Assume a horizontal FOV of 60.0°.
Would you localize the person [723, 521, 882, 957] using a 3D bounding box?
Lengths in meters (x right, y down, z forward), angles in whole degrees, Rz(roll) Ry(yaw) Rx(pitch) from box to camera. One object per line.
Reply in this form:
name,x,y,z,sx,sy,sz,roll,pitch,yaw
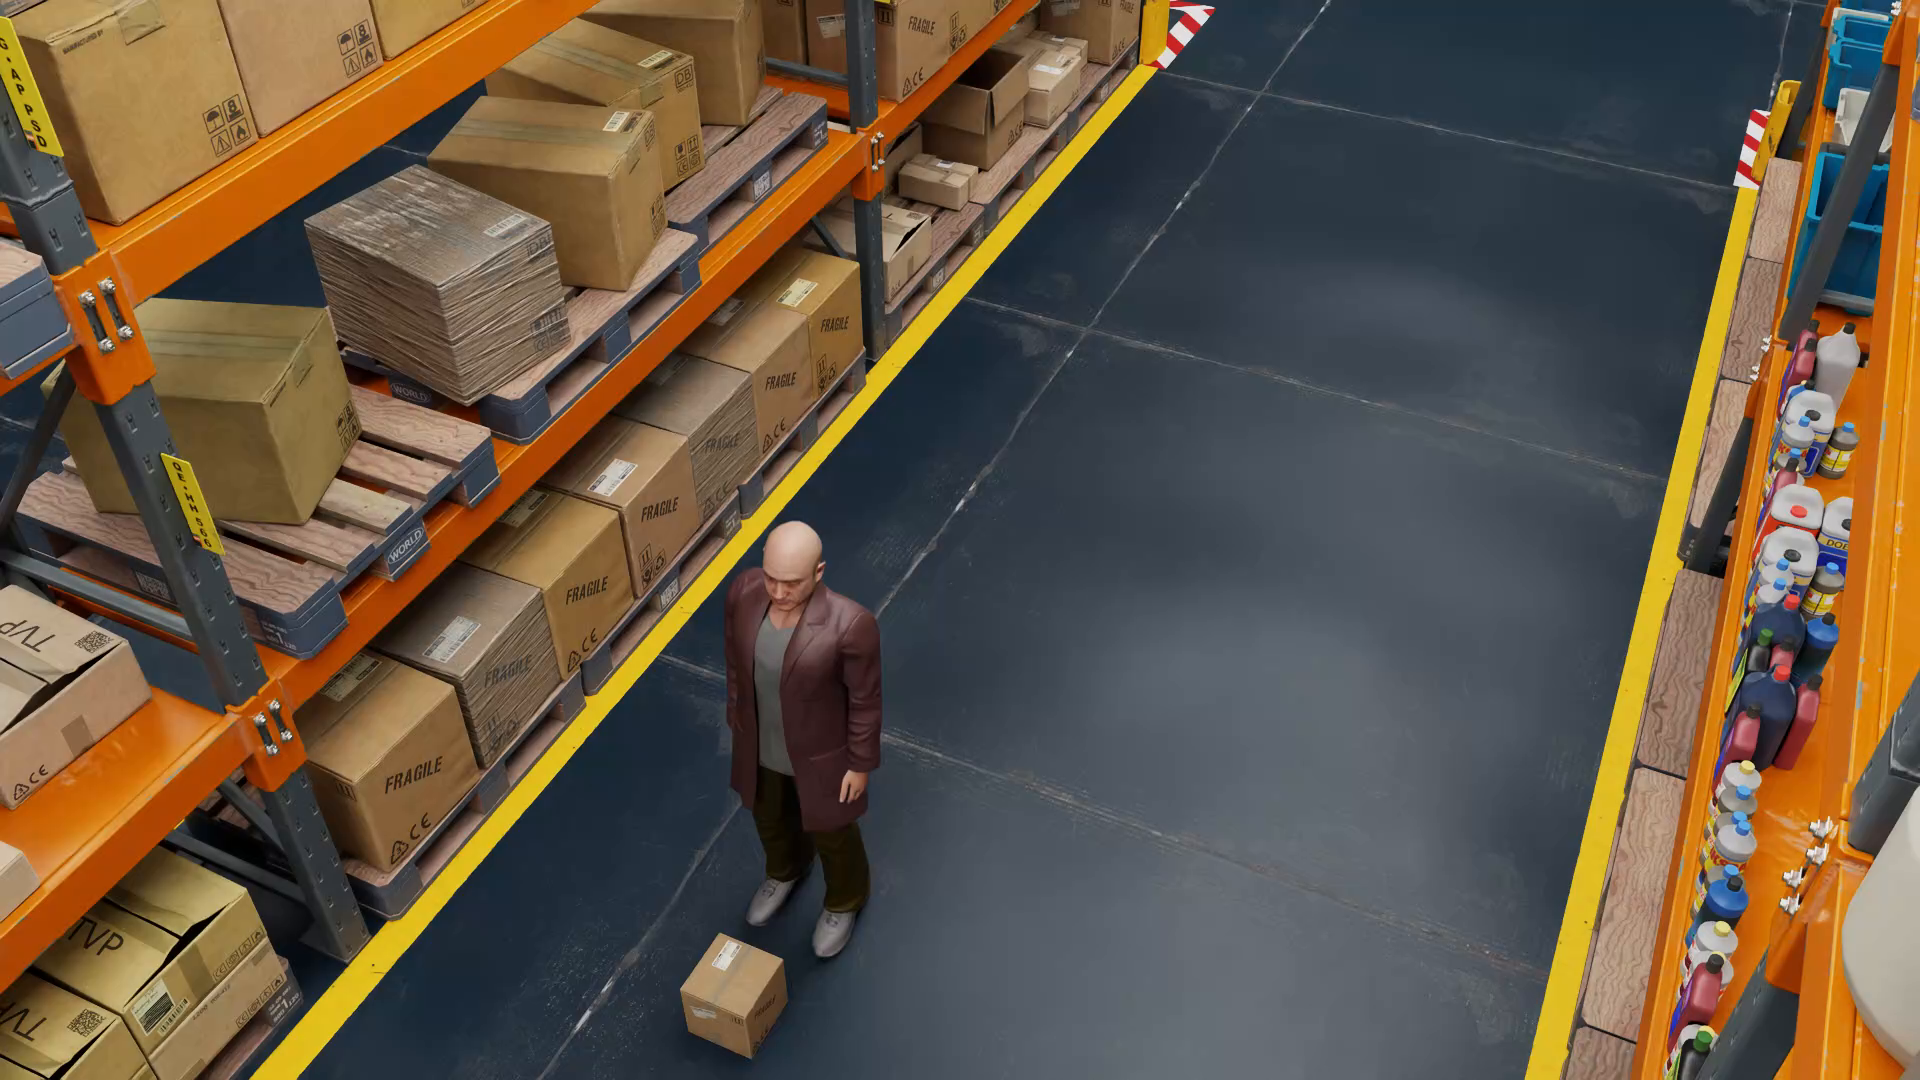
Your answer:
person,-0.516,0.667,5.423,0.563,1.786,0.392,18,45,20
